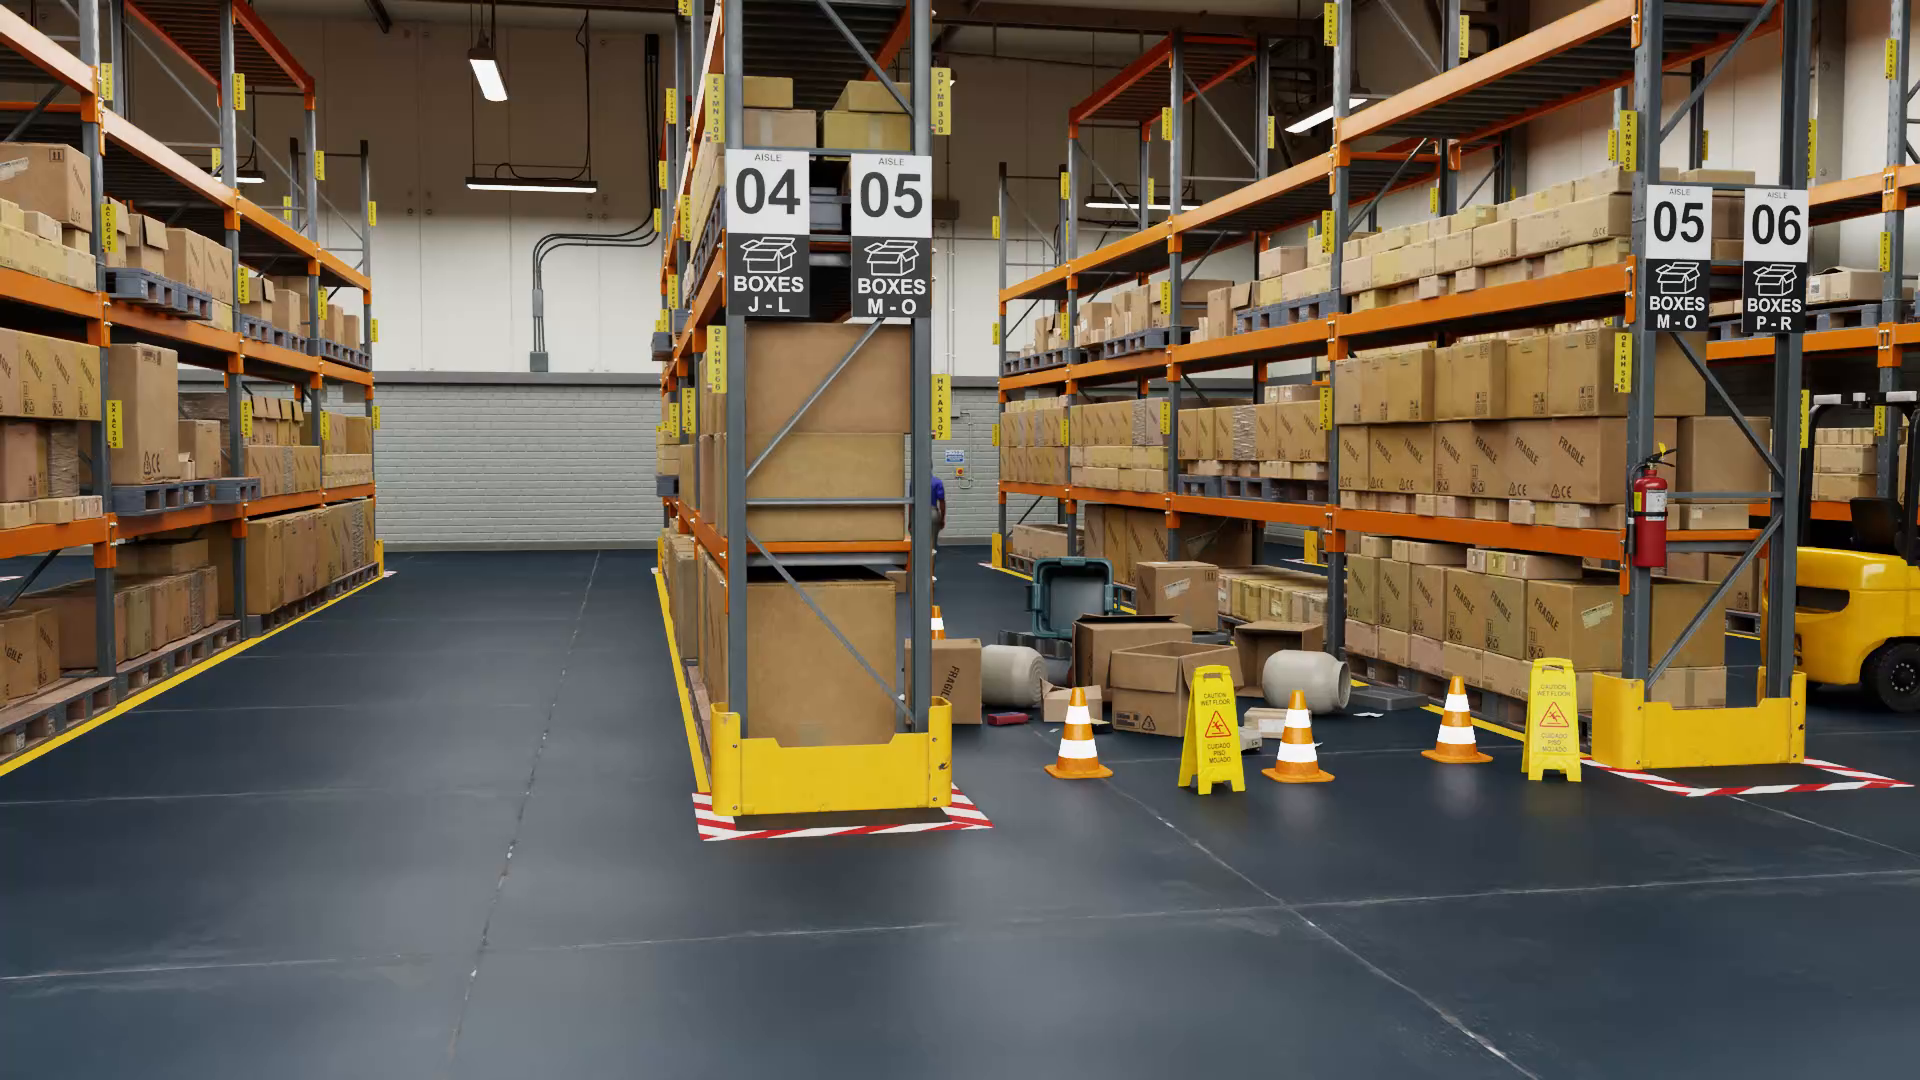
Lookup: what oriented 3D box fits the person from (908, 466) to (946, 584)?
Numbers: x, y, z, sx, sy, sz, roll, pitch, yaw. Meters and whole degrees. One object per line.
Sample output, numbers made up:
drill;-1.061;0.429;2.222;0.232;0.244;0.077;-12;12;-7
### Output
person;-0.429;-0.232;21.548;0.486;1.676;0.781;0;3;0
